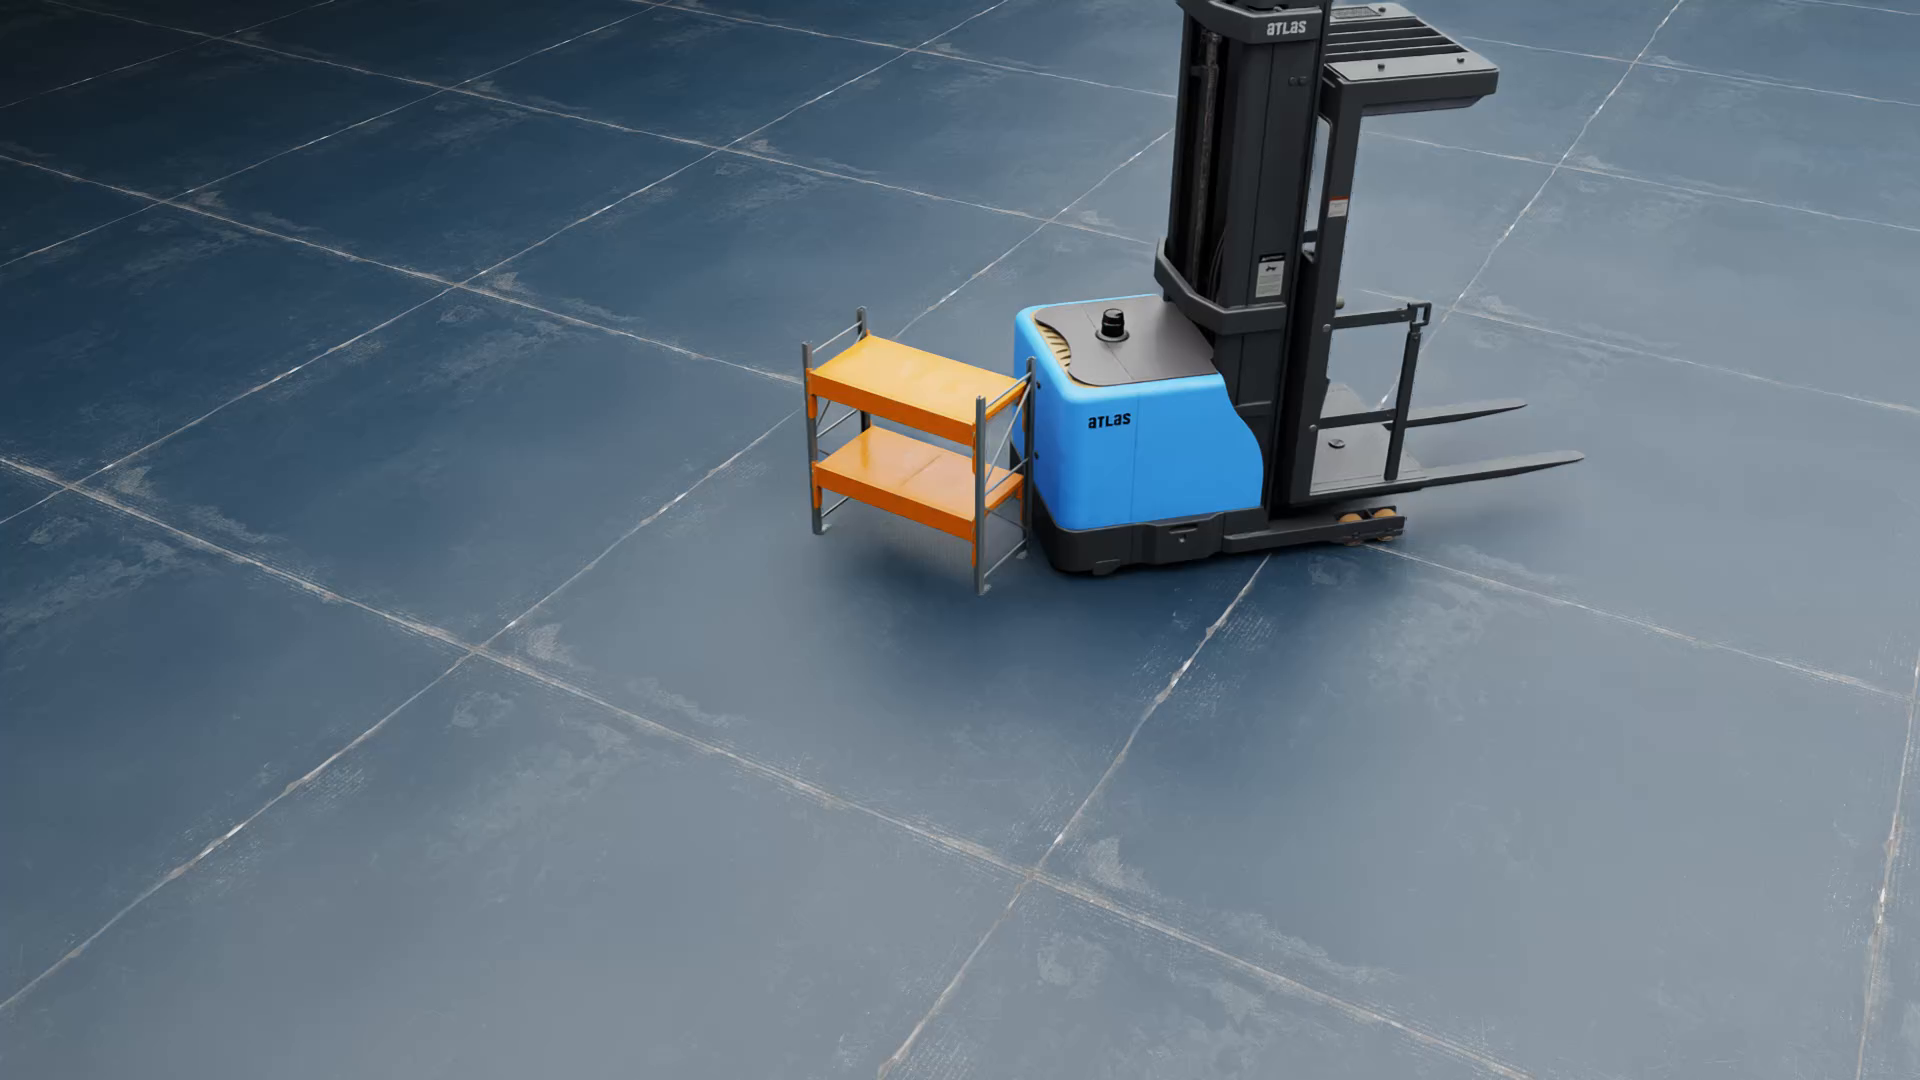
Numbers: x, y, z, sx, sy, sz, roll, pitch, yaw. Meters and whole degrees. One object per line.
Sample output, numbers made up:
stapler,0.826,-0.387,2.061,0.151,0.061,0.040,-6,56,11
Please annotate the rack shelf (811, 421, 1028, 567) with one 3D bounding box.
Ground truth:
rack shelf,-0.204,-0.253,8.556,1.000,0.278,0.538,20,39,27

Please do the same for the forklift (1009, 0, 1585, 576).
forklift,1.844,-1.466,8.308,3.031,2.935,1.130,-8,34,-11

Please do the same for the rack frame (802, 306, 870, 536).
rack frame,-0.629,-0.611,8.652,0.032,1.125,0.500,20,39,27

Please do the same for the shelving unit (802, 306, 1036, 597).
shelving unit,-0.204,-0.456,8.420,1.048,1.125,0.538,20,39,27

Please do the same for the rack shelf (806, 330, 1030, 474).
rack shelf,-0.204,-0.700,8.258,1.000,0.278,0.538,20,39,27

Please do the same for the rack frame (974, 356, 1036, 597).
rack frame,0.221,-0.302,8.188,0.032,1.125,0.500,20,39,27
